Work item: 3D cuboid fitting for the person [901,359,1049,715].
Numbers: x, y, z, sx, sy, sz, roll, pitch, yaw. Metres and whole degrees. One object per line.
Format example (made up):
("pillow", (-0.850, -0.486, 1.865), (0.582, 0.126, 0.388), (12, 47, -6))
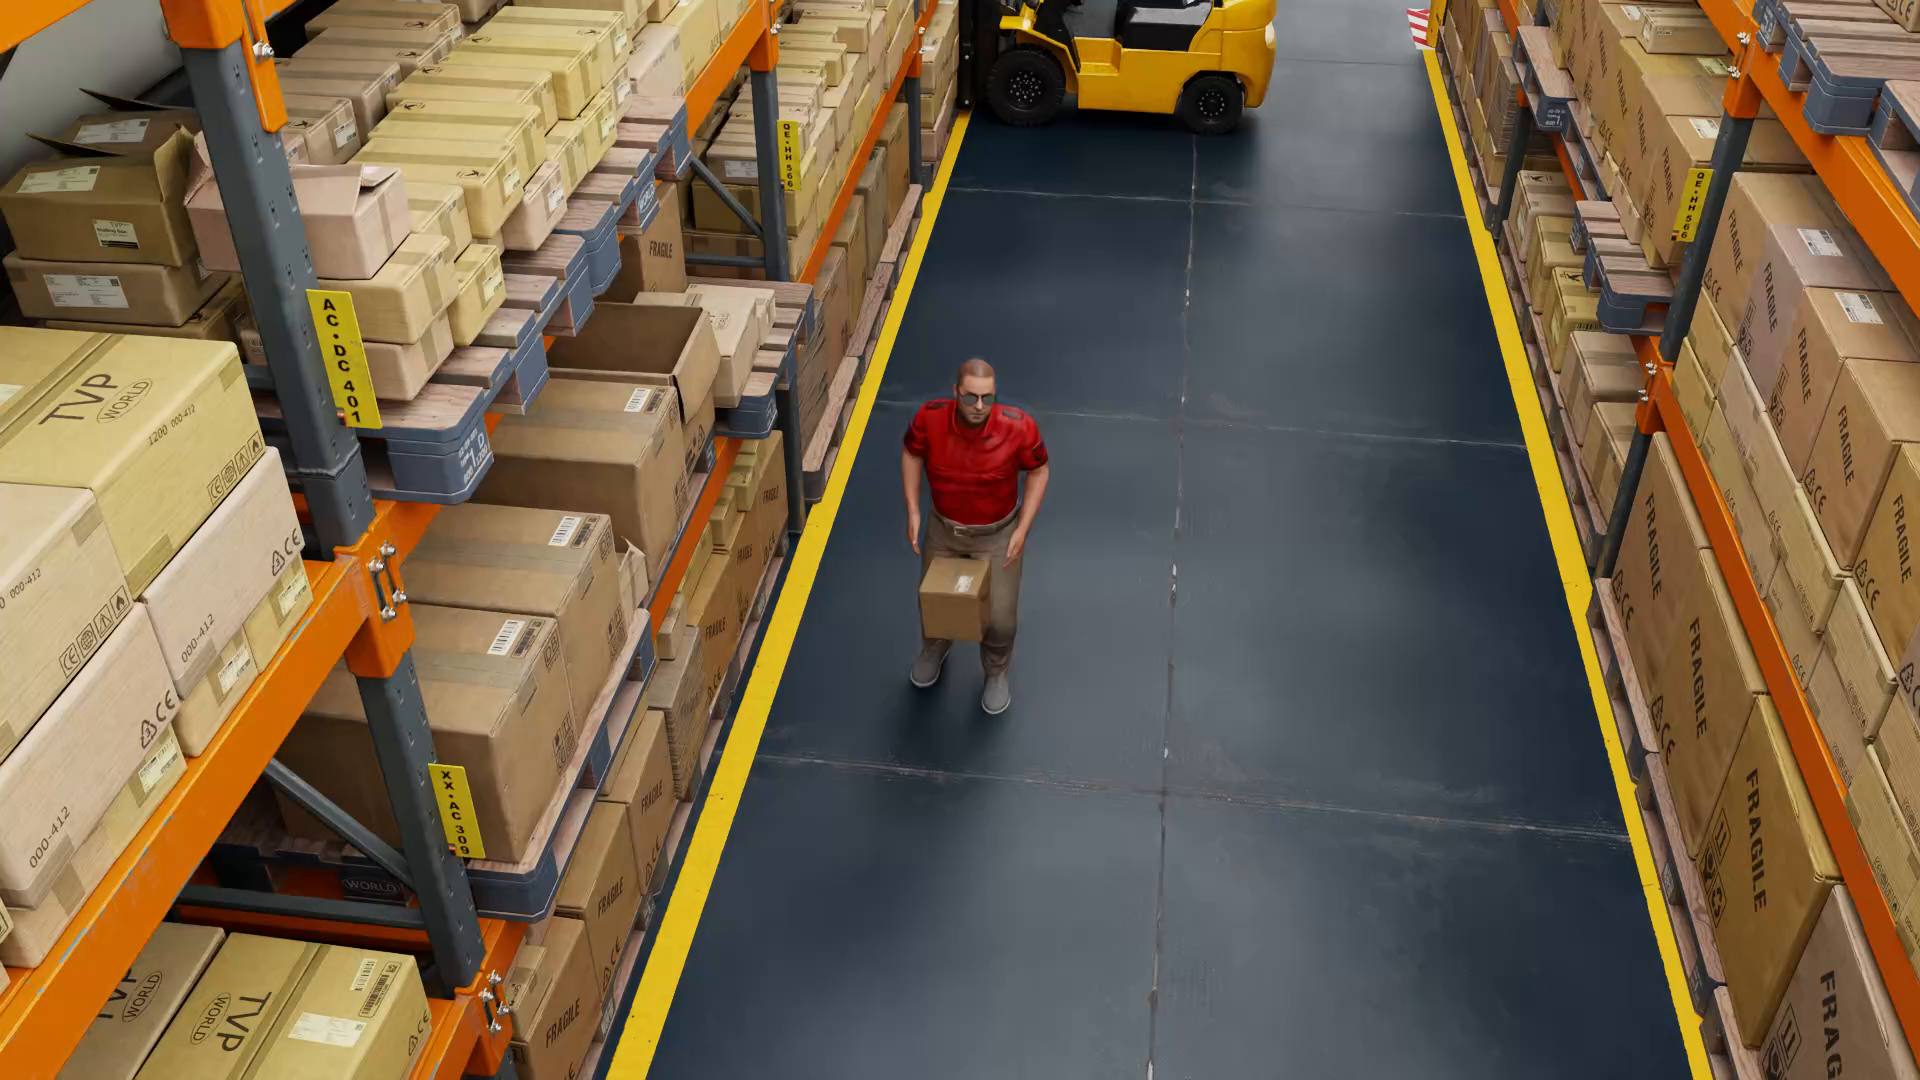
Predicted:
("person", (0.046, -0.038, 7.128), (0.641, 1.709, 0.440), (8, 37, 11))
